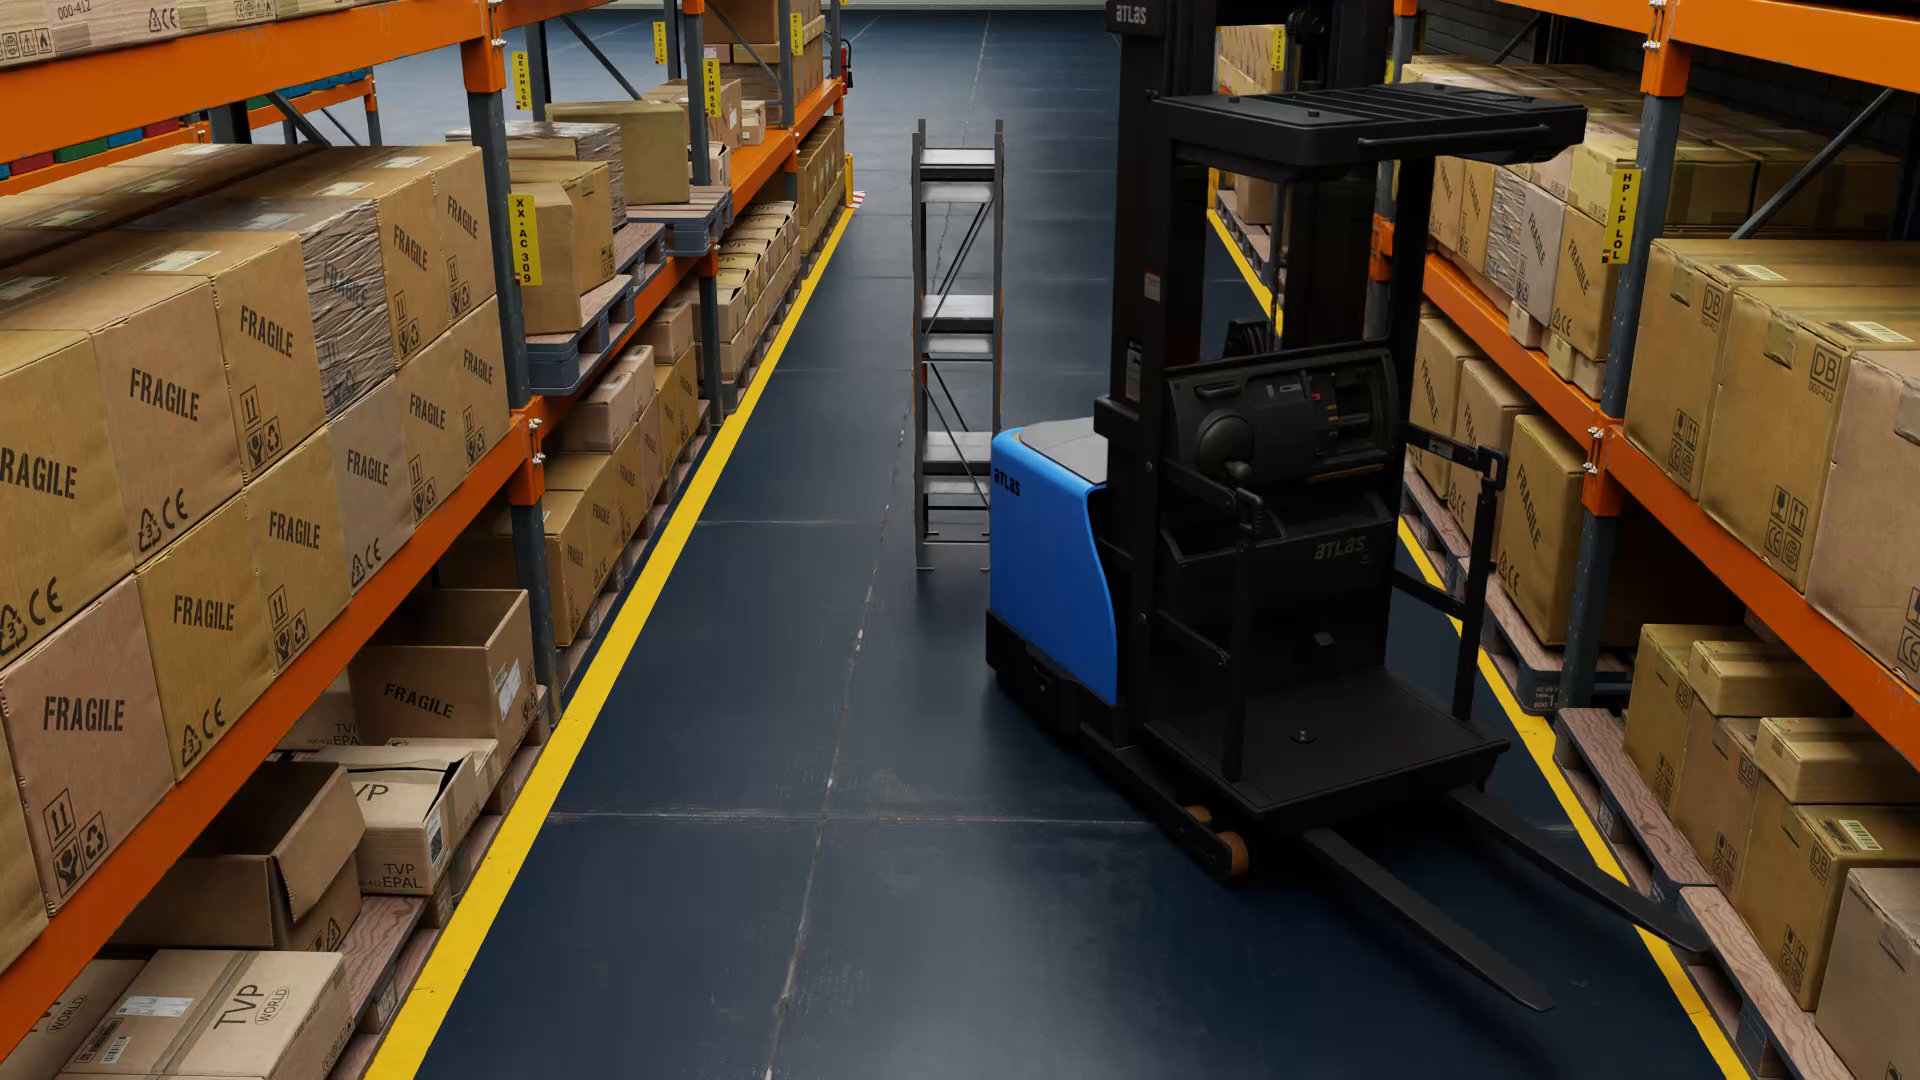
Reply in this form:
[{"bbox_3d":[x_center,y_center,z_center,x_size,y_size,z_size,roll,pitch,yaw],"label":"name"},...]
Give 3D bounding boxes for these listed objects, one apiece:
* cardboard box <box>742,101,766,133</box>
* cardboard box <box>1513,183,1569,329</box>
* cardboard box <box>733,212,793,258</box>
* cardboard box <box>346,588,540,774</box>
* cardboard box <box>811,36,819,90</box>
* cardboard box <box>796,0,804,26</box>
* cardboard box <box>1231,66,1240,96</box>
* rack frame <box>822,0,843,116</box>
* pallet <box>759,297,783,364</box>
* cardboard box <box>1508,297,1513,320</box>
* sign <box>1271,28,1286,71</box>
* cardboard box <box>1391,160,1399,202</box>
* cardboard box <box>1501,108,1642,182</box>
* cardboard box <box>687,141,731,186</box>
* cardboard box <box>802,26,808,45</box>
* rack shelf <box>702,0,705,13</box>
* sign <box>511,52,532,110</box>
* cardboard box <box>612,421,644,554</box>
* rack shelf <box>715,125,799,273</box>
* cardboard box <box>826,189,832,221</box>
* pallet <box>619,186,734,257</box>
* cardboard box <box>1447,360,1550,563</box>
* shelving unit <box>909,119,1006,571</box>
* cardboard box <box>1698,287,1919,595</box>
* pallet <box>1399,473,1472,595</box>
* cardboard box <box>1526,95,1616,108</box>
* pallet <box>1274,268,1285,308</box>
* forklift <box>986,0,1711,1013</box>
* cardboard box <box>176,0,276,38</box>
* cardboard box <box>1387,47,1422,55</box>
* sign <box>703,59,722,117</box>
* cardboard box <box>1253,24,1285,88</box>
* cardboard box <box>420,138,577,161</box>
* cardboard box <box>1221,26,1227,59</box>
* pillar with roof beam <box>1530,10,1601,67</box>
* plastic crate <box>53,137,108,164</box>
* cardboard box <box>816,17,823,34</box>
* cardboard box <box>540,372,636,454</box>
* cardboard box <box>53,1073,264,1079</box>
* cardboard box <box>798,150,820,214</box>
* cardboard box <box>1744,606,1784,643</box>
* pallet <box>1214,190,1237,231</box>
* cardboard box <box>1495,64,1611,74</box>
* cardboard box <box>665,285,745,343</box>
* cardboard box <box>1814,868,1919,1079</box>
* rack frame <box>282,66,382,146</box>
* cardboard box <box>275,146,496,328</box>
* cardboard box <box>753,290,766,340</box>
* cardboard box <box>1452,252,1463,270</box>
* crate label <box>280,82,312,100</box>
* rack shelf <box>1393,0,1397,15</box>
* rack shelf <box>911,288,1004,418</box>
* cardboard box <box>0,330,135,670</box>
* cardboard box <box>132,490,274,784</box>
[{"bbox_3d":[-1.831,-3.317,13.137,0.500,0.250,0.500,2,21,5],"label":"cardboard box"},{"bbox_3d":[2.616,-1.168,6.816,0.500,0.500,0.500,1,21,2],"label":"cardboard box"},{"bbox_3d":[-1.595,-2.403,13.020,0.500,0.311,0.500,1,21,3],"label":"cardboard box"},{"bbox_3d":[-1.837,0.497,5.949,0.500,0.500,0.500,1,21,2],"label":"cardboard box"},{"bbox_3d":[-1.777,-4.699,16.355,0.700,0.500,0.500,1,21,3],"label":"cardboard box"},{"bbox_3d":[-1.807,-4.921,15.134,0.700,0.500,0.500,1,21,2],"label":"cardboard box"},{"bbox_3d":[2.858,-4.353,15.780,0.500,0.250,0.500,0,21,1],"label":"cardboard box"},{"bbox_3d":[-1.738,-5.011,17.298,1.000,3.000,0.127,1,21,2],"label":"rack frame"},{"bbox_3d":[-1.878,-1.556,12.247,1.003,0.211,1.213,1,21,2],"label":"pallet"},{"bbox_3d":[2.635,-1.005,7.293,0.380,0.149,0.250,1,21,2],"label":"cardboard box"},{"bbox_3d":[2.549,-3.919,13.285,0.100,0.325,0.005,1,21,2],"label":"sign"},{"bbox_3d":[2.699,-2.087,9.185,0.500,0.500,0.500,1,21,3],"label":"cardboard box"},{"bbox_3d":[2.647,-1.704,7.161,0.500,0.250,0.500,1,21,3],"label":"cardboard box"},{"bbox_3d":[-1.761,-2.398,10.687,0.500,0.311,0.500,0,21,1],"label":"cardboard box"},{"bbox_3d":[-1.605,-4.659,15.355,0.380,0.149,0.250,0,21,1],"label":"cardboard box"},{"bbox_3d":[-1.921,-3.905,11.294,1.077,0.370,4.000,1,21,2],"label":"rack shelf"},{"bbox_3d":[-2.537,-2.663,9.646,0.100,0.325,0.005,1,21,2],"label":"sign"},{"bbox_3d":[-1.817,-0.258,7.895,0.500,0.500,0.500,1,21,2],"label":"cardboard box"},{"bbox_3d":[-1.921,-2.507,11.837,1.077,0.370,4.000,1,21,2],"label":"rack shelf"},{"bbox_3d":[-1.493,-3.186,15.813,0.500,0.250,0.500,1,21,2],"label":"cardboard box"},{"bbox_3d":[-1.932,-1.783,9.244,1.213,0.211,1.003,1,21,2],"label":"pallet"},{"bbox_3d":[2.762,-0.371,7.729,0.750,0.750,0.750,1,21,3],"label":"cardboard box"},{"bbox_3d":[-0.005,-0.919,7.995,0.431,2.100,0.503,1,21,2],"label":"shelving unit"},{"bbox_3d":[2.788,-0.299,4.739,0.980,0.700,0.700,0,21,0],"label":"cardboard box"},{"bbox_3d":[2.831,-0.041,8.344,1.003,0.211,1.213,1,21,2],"label":"pallet"},{"bbox_3d":[2.662,-1.889,7.636,0.500,0.250,0.500,0,21,1],"label":"cardboard box"},{"bbox_3d":[3.069,-1.930,13.212,1.003,0.211,1.213,1,21,2],"label":"pallet"},{"bbox_3d":[1.218,-0.406,5.522,1.130,2.935,3.031,-10,23,-25],"label":"forklift"},{"bbox_3d":[-1.905,-1.280,3.742,0.500,0.250,0.500,1,21,2],"label":"cardboard box"},{"bbox_3d":[3.018,-3.378,12.342,0.700,0.500,0.500,3,21,7],"label":"cardboard box"},{"bbox_3d":[-1.439,-2.619,9.641,0.100,0.325,0.005,1,21,2],"label":"sign"},{"bbox_3d":[2.806,-4.156,14.236,0.500,0.500,0.500,1,21,1],"label":"cardboard box"},{"bbox_3d":[-2.111,-1.554,7.669,0.700,0.500,0.500,-5,22,-12],"label":"cardboard box"},{"bbox_3d":[2.898,-5.078,16.612,0.500,0.500,0.500,1,21,2],"label":"cardboard box"},{"bbox_3d":[-0.429,-5.370,9.930,9.100,9.000,0.400,1,21,2],"label":"pillar with roof beam"},{"bbox_3d":[-6.582,-2.889,12.122,0.450,0.188,0.662,1,21,2],"label":"plastic crate"},{"bbox_3d":[-1.566,-5.125,16.557,0.380,0.149,0.250,1,21,3],"label":"cardboard box"},{"bbox_3d":[-1.815,-0.596,7.728,0.500,0.250,0.500,1,21,2],"label":"cardboard box"},{"bbox_3d":[-1.910,1.476,3.770,0.500,0.250,0.500,1,21,2],"label":"cardboard box"},{"bbox_3d":[-1.526,-3.174,14.745,0.500,0.500,0.500,1,21,2],"label":"cardboard box"},{"bbox_3d":[2.926,0.267,5.673,0.380,0.149,0.250,1,21,1],"label":"cardboard box"},{"bbox_3d":[3.151,-3.337,16.838,1.003,0.211,1.213,1,21,2],"label":"pallet"},{"bbox_3d":[3.215,-2.443,9.065,0.500,0.250,0.500,1,21,3],"label":"cardboard box"},{"bbox_3d":[-1.672,-1.480,10.643,0.500,0.311,0.500,1,21,3],"label":"cardboard box"},{"bbox_3d":[2.678,1.180,4.217,0.700,0.500,0.500,0,21,0],"label":"cardboard box"},{"bbox_3d":[-6.689,-5.067,17.442,1.000,3.000,0.127,1,21,2],"label":"rack frame"},{"bbox_3d":[-1.860,-1.000,5.438,0.500,0.500,0.500,1,21,2],"label":"cardboard box"},{"bbox_3d":[-1.648,-1.589,11.697,0.500,0.250,0.500,0,21,0],"label":"cardboard box"},{"bbox_3d":[2.736,-1.469,8.488,0.380,0.149,0.250,1,21,3],"label":"cardboard box"},{"bbox_3d":[-6.475,-4.415,15.712,0.502,0.435,0.616,1,21,2],"label":"crate label"},{"bbox_3d":[3.031,-3.852,11.157,1.077,0.370,4.000,1,21,2],"label":"rack shelf"},{"bbox_3d":[-0.005,-0.906,8.000,0.431,0.518,0.480,1,21,2],"label":"rack shelf"},{"bbox_3d":[-1.940,-0.086,3.082,0.500,0.500,0.500,1,21,2],"label":"cardboard box"},{"bbox_3d":[-1.919,0.202,3.725,0.500,0.500,0.500,1,21,1],"label":"cardboard box"}]
